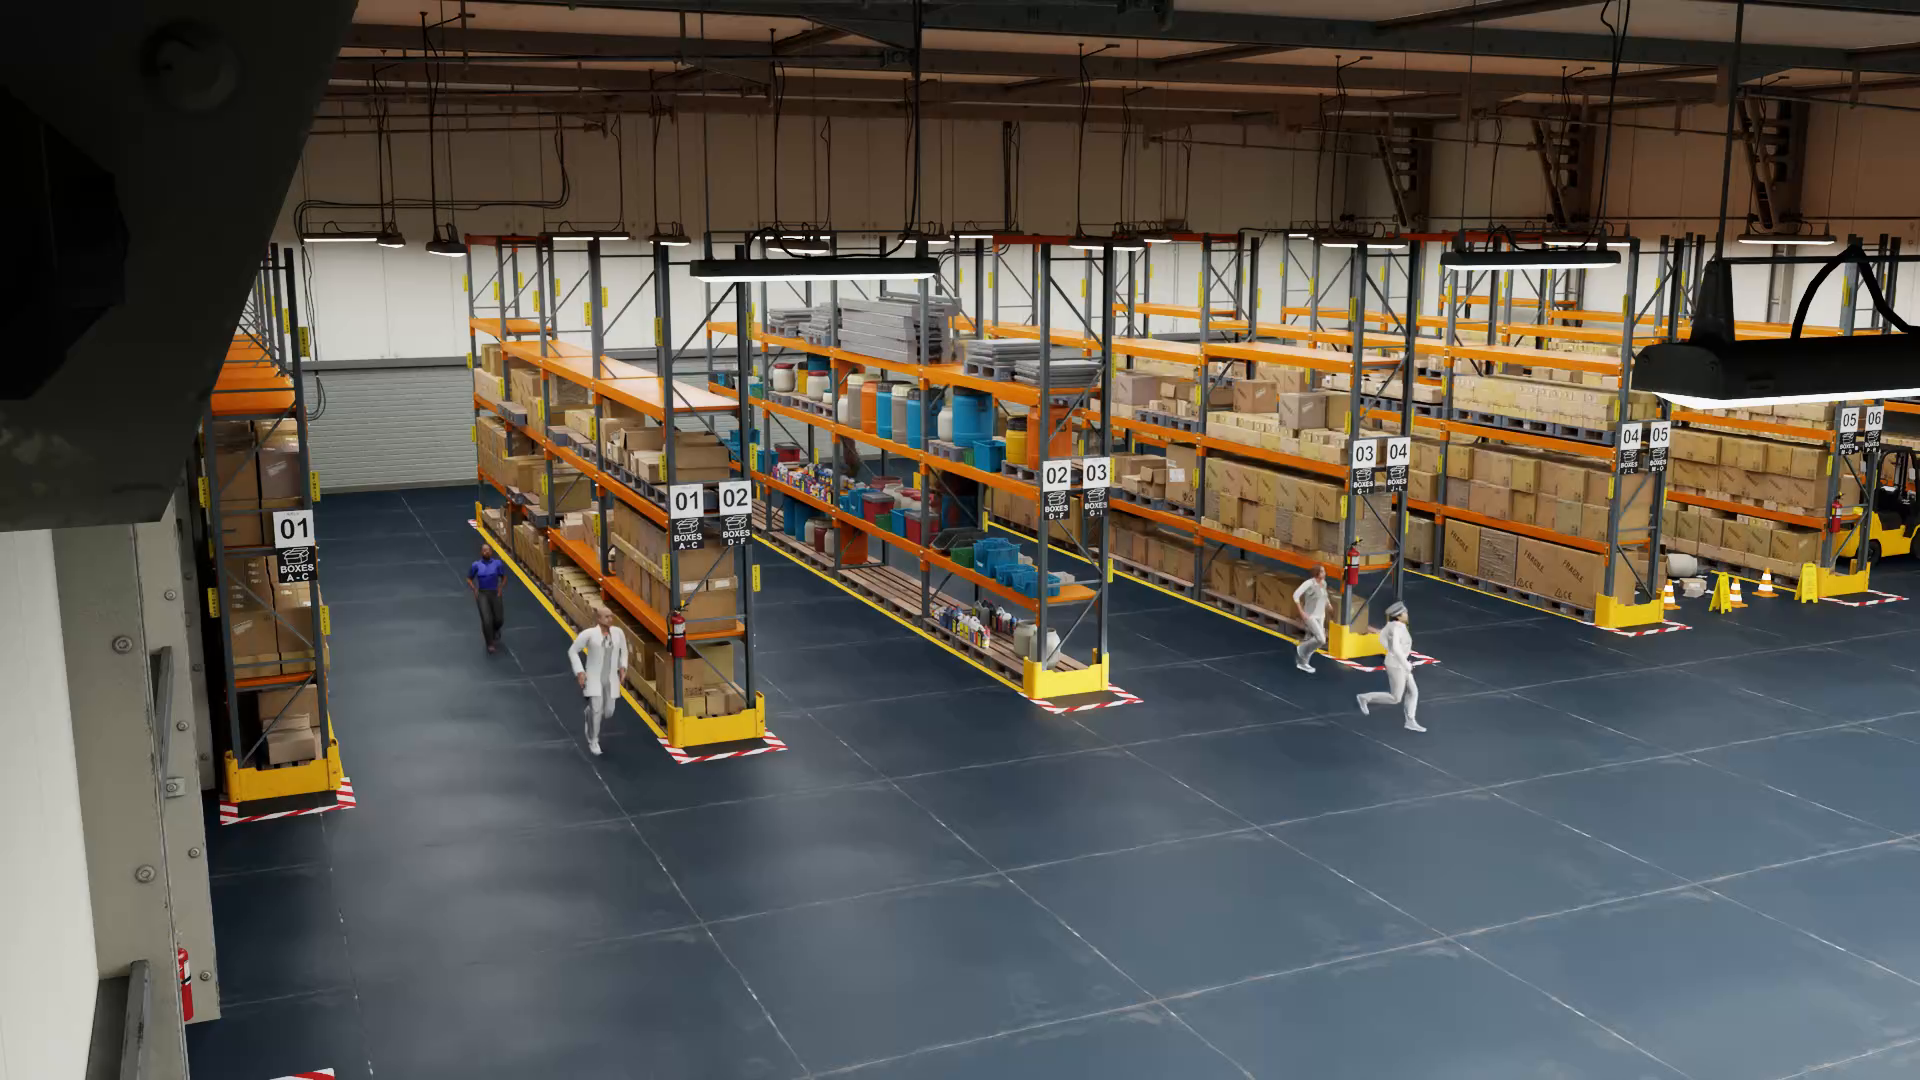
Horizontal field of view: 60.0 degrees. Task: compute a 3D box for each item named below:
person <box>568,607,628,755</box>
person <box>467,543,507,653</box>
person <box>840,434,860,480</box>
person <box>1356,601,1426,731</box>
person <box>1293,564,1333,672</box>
[{"bbox_3d":[-4.357,1.663,20.135,0.759,1.740,0.699,-7,13,-34],"label":"person"},{"bbox_3d":[-6.985,0.834,24.606,0.576,1.604,0.612,-4,12,-20],"label":"person"},{"bbox_3d":[-2.641,-2.034,39.089,0.602,1.745,0.706,-1,11,-7],"label":"person"},{"bbox_3d":[5.408,1.579,20.750,0.893,1.679,0.607,2,11,9],"label":"person"},{"bbox_3d":[4.984,1.100,23.327,0.584,1.559,0.501,-9,14,-40],"label":"person"}]
